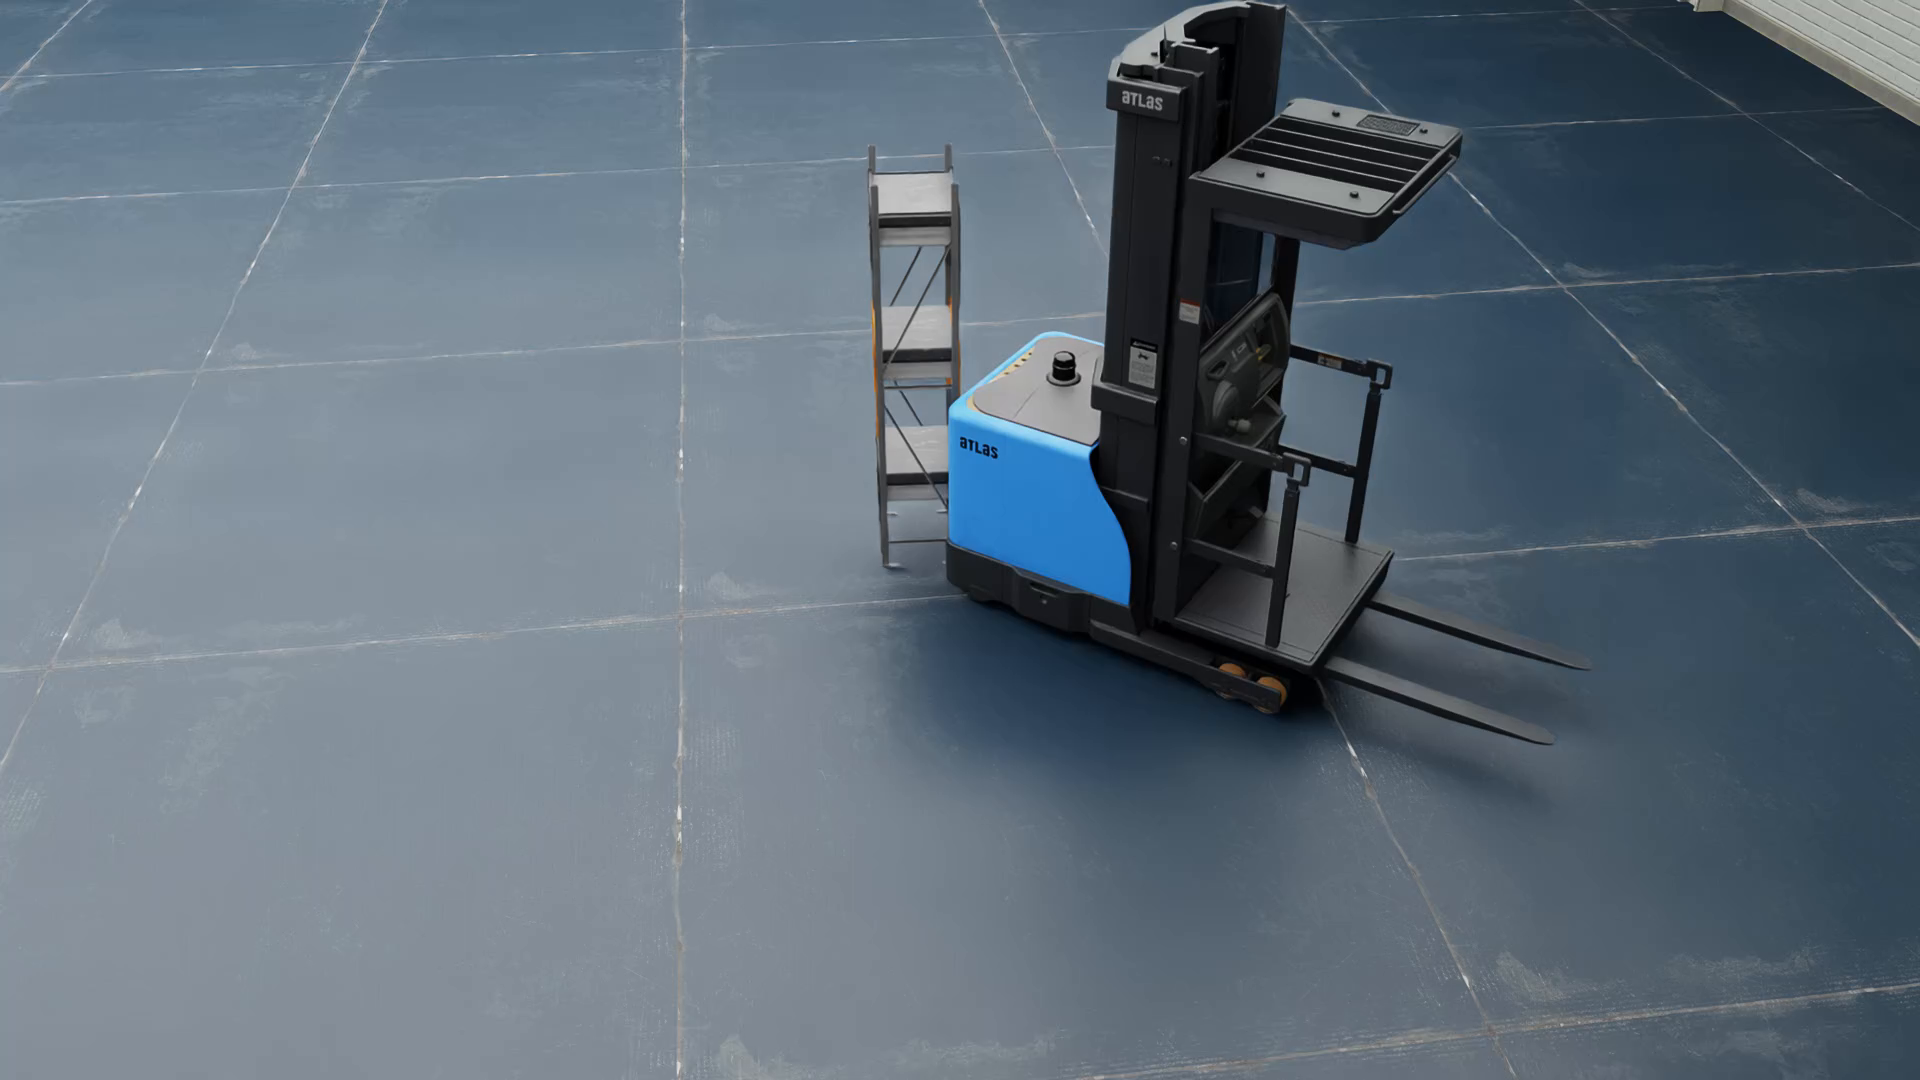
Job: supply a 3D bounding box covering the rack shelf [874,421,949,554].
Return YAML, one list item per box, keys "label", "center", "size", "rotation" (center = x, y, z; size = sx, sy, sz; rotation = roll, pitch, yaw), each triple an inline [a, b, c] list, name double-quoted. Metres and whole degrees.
- label: "rack shelf"
  center: [-0.222, -0.286, 8.701]
  size: [0.431, 0.518, 0.480]
  rotation: [-2, 34, -3]

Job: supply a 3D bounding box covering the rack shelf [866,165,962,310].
- label: "rack shelf"
  center: [-0.222, -1.443, 7.912]
  size: [0.431, 0.518, 0.480]
  rotation: [-2, 34, -3]

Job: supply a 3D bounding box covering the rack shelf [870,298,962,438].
- label: "rack shelf"
  center: [-0.222, -0.864, 8.306]
  size: [0.431, 0.518, 0.480]
  rotation: [-2, 34, -3]

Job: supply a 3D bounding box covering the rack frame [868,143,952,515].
- label: "rack frame"
  center: [-0.238, -1.013, 8.500]
  size: [0.400, 2.100, 0.015]
  rotation: [-2, 34, -3]

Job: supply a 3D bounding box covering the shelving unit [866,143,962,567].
- label: "shelving unit"
  center: [-0.222, -0.875, 8.299]
  size: [0.431, 2.100, 0.503]
  rotation: [-2, 34, -3]

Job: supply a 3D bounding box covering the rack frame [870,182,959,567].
- label: "rack frame"
  center: [-0.205, -0.738, 8.098]
  size: [0.400, 2.100, 0.015]
  rotation: [-2, 34, -3]

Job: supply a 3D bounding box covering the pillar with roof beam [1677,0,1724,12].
- label: "pillar with roof beam"
  center: [3.221, -8.799, 13.799]
  size: [9.100, 9.000, 0.400]
  rotation: [-4, 35, -6]

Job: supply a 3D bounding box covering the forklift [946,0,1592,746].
- label: "forklift"
  center: [1.451, -0.751, 7.379]
  size: [3.031, 2.935, 1.130]
  rotation: [19, 39, 26]
